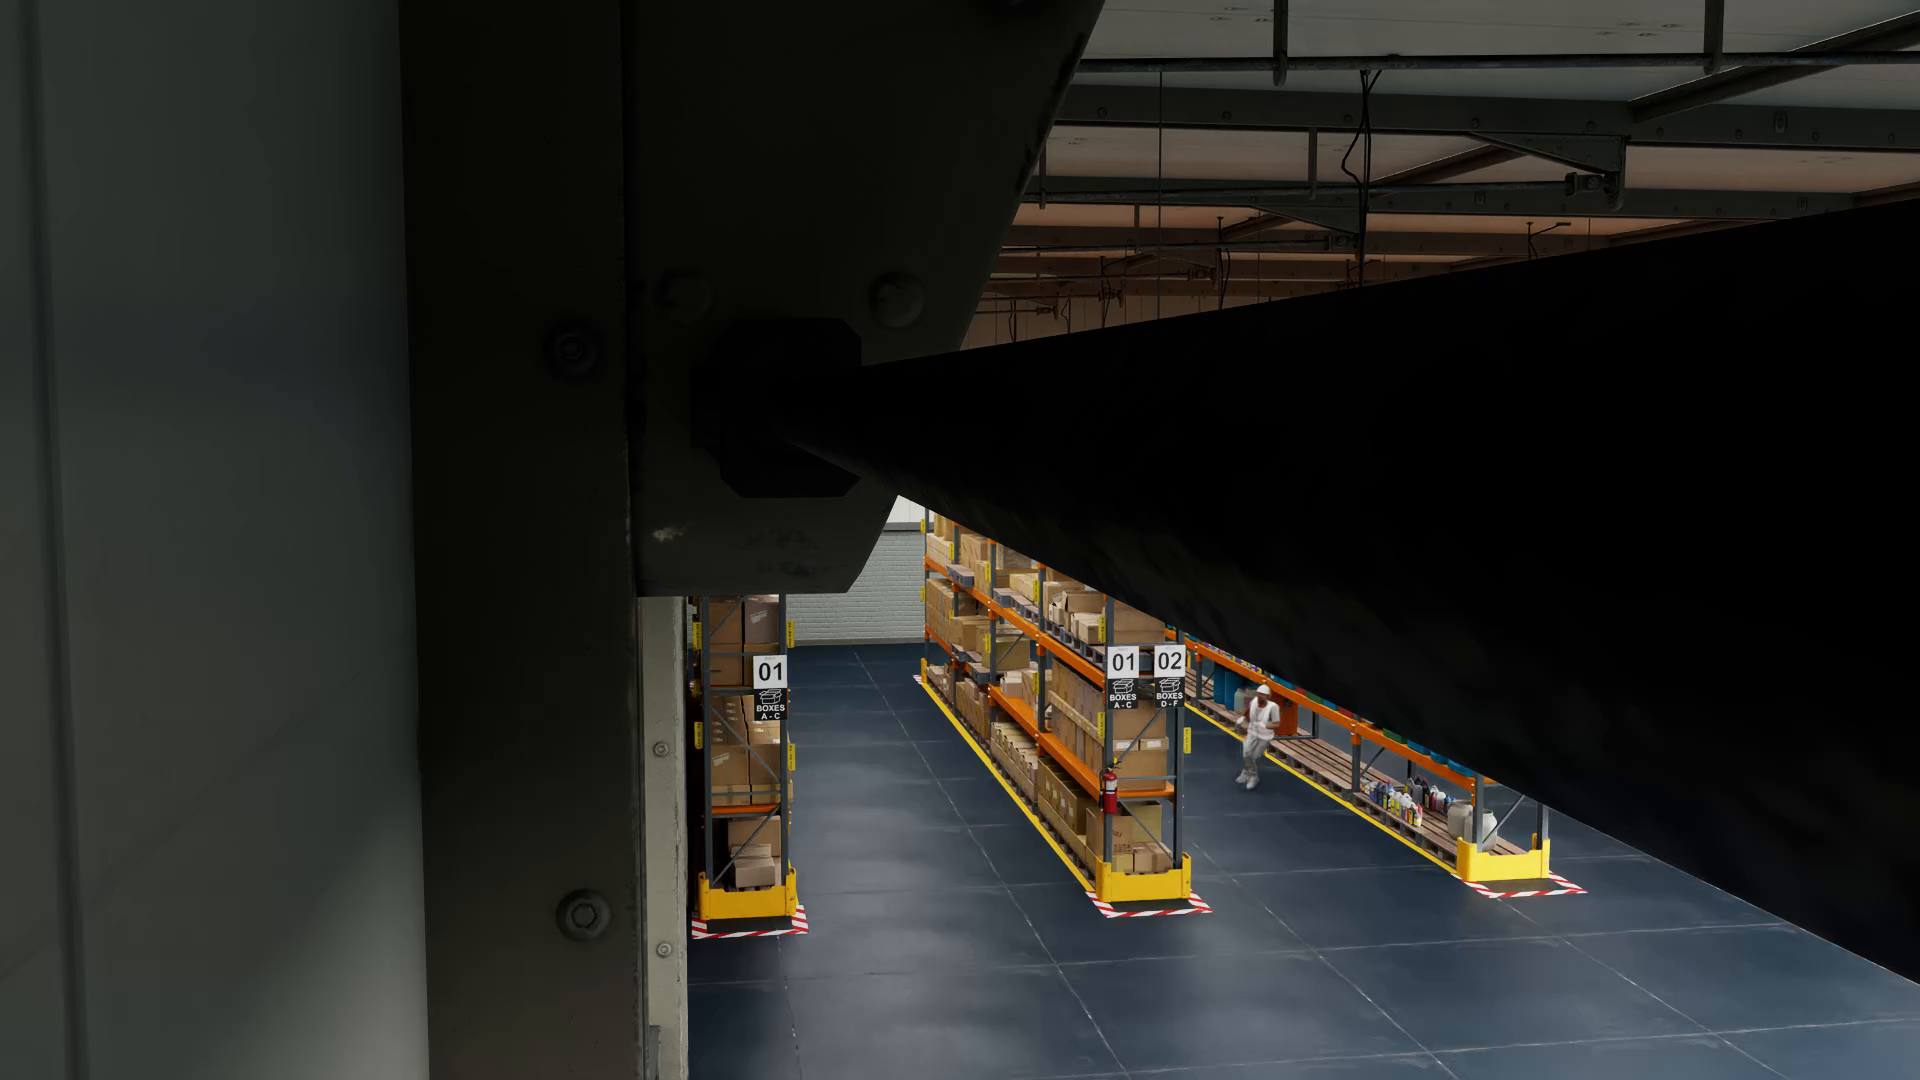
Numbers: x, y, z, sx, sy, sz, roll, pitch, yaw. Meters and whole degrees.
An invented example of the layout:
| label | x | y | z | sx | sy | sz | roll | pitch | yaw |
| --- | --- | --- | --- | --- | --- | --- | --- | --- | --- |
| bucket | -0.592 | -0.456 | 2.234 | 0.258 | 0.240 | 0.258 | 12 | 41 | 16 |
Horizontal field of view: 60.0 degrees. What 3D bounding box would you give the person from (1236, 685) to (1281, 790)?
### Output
| label | x | y | z | sx | sy | sz | roll | pitch | yaw |
| --- | --- | --- | --- | --- | --- | --- | --- | --- | --- |
| person | 4.754 | 3.122 | 26.633 | 0.830 | 1.677 | 0.726 | 2 | 6 | 26 |
